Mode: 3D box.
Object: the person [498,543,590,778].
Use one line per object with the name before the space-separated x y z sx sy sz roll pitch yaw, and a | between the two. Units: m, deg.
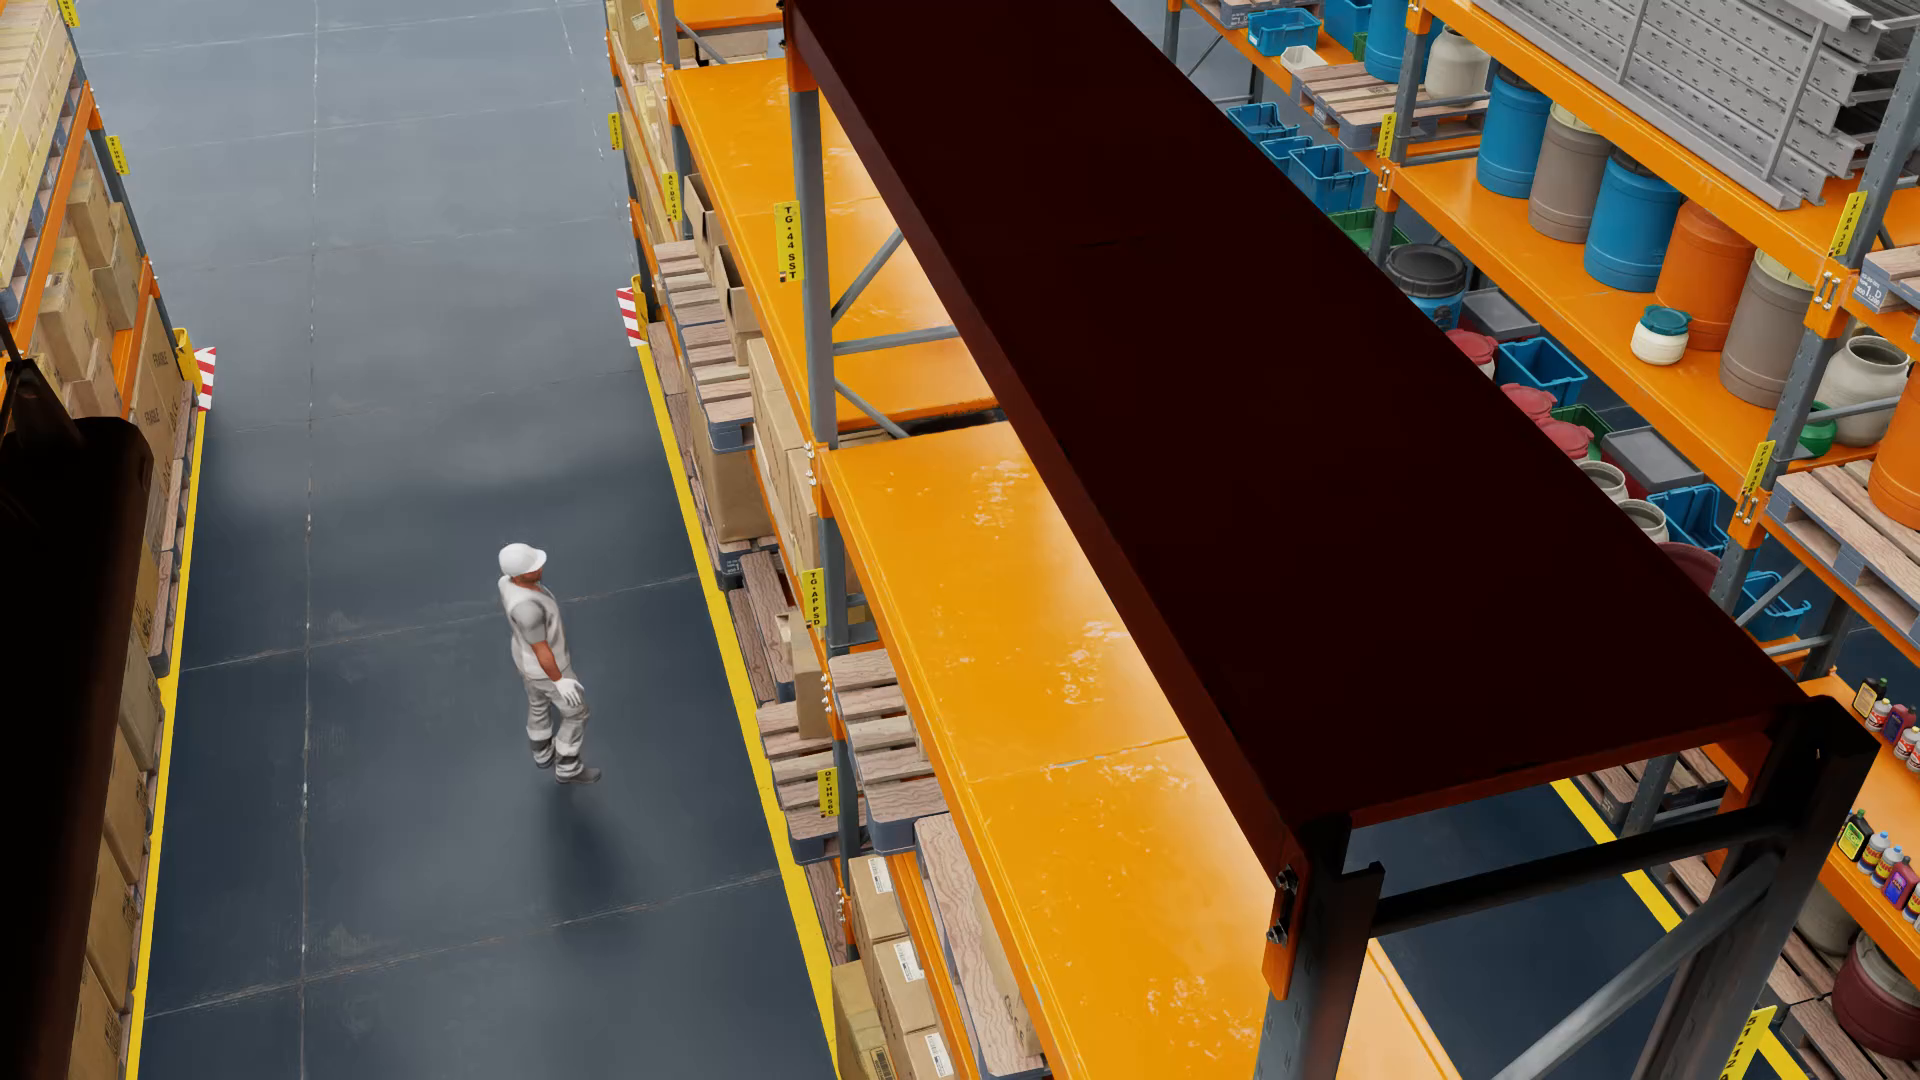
person | -1.263 -1.601 13.075 6.498 1.726 5.772 -21 43 -25
